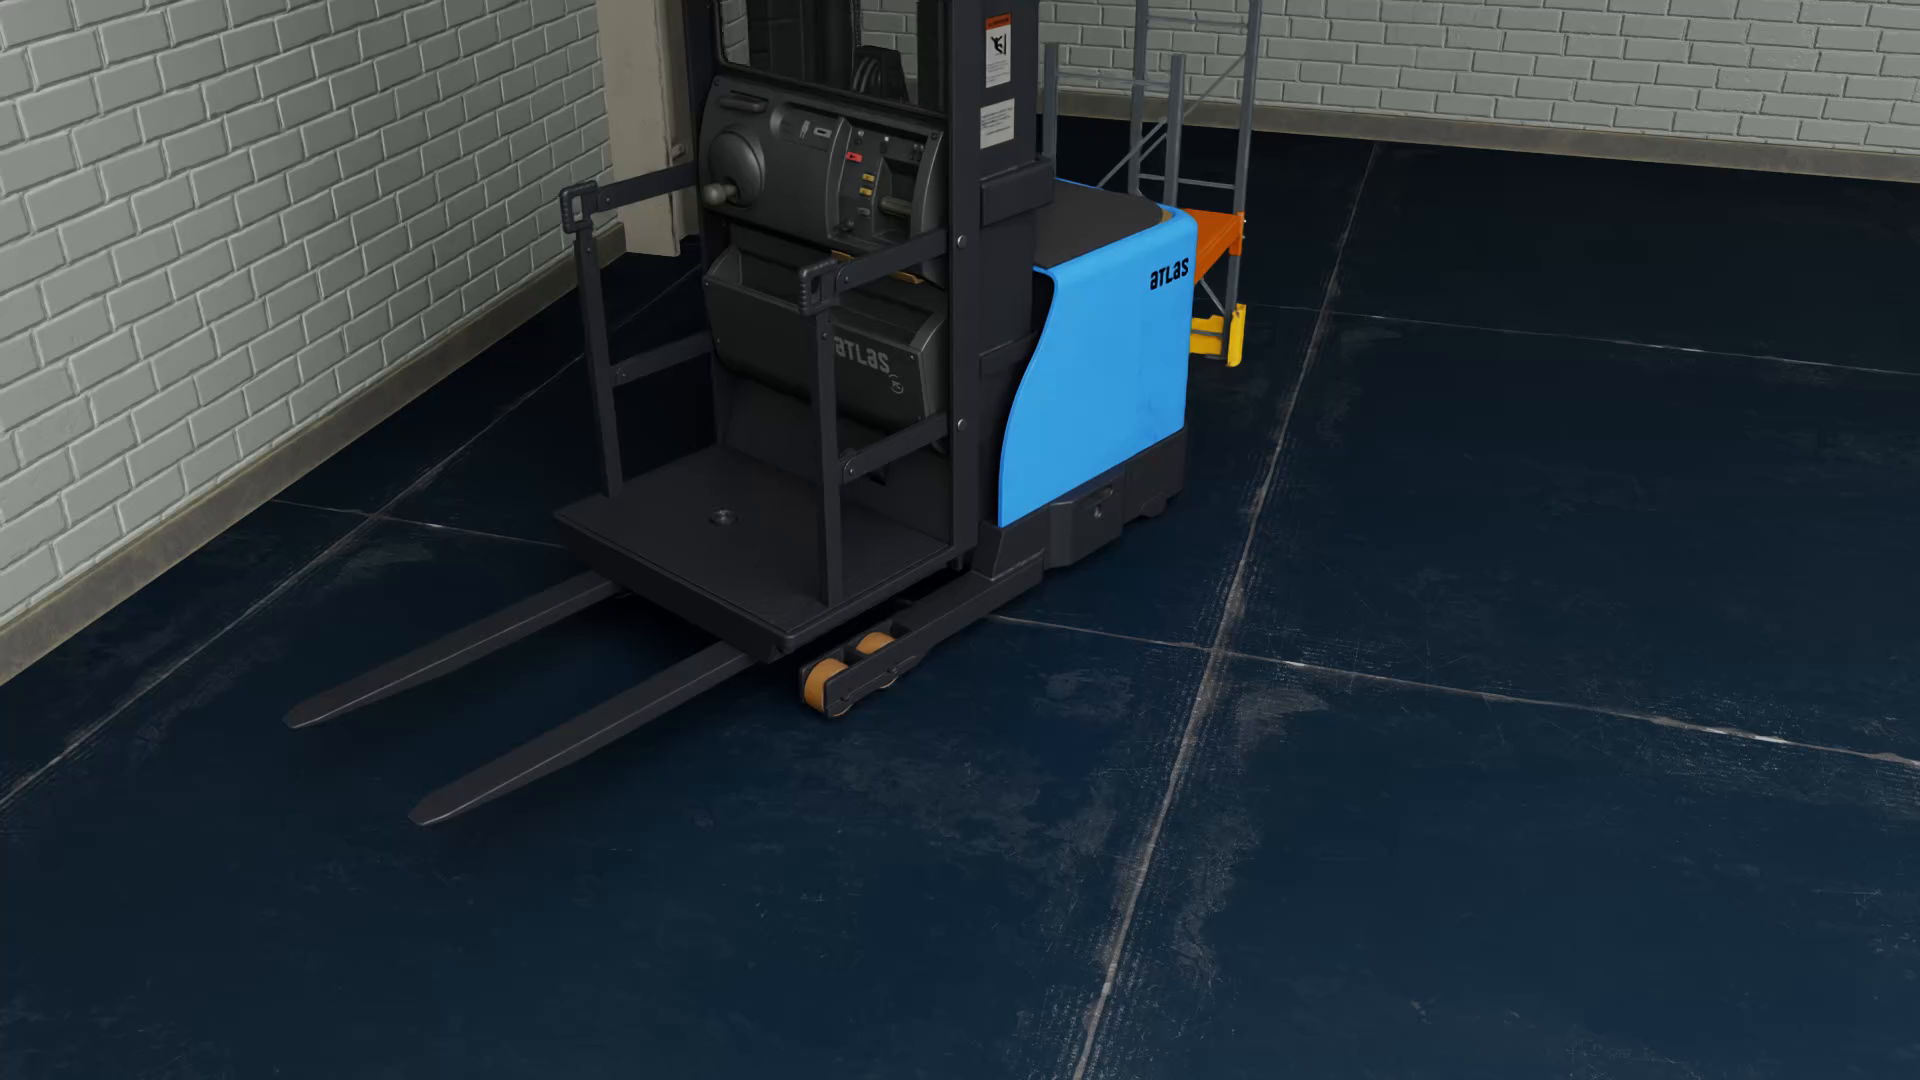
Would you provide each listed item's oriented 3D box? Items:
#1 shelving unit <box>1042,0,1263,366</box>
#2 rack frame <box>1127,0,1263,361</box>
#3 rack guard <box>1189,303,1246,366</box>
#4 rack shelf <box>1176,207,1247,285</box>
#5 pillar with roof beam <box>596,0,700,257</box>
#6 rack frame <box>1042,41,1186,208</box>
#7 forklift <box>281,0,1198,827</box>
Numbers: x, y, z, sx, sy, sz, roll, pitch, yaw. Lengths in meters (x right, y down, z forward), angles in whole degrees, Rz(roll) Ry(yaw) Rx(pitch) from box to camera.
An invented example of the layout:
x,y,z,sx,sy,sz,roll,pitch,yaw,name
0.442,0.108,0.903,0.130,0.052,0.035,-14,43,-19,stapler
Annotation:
x,y,z,sx,sy,sz,roll,pitch,yaw,name
0.728,-1.246,6.448,0.587,1.500,1.083,12,31,20,shelving unit
0.935,-1.477,6.862,0.500,1.500,0.032,12,31,20,rack frame
0.927,-0.922,7.151,0.587,0.250,0.087,12,31,20,rack guard
0.732,-1.093,6.543,0.538,0.185,1.000,12,31,20,rack shelf
2.611,-4.843,5.199,9.100,9.000,0.400,8,30,15,pillar with roof beam
0.528,-1.024,6.048,0.500,1.500,0.032,12,31,20,rack frame
-0.553,-1.047,4.617,1.130,2.935,3.031,24,37,36,forklift
